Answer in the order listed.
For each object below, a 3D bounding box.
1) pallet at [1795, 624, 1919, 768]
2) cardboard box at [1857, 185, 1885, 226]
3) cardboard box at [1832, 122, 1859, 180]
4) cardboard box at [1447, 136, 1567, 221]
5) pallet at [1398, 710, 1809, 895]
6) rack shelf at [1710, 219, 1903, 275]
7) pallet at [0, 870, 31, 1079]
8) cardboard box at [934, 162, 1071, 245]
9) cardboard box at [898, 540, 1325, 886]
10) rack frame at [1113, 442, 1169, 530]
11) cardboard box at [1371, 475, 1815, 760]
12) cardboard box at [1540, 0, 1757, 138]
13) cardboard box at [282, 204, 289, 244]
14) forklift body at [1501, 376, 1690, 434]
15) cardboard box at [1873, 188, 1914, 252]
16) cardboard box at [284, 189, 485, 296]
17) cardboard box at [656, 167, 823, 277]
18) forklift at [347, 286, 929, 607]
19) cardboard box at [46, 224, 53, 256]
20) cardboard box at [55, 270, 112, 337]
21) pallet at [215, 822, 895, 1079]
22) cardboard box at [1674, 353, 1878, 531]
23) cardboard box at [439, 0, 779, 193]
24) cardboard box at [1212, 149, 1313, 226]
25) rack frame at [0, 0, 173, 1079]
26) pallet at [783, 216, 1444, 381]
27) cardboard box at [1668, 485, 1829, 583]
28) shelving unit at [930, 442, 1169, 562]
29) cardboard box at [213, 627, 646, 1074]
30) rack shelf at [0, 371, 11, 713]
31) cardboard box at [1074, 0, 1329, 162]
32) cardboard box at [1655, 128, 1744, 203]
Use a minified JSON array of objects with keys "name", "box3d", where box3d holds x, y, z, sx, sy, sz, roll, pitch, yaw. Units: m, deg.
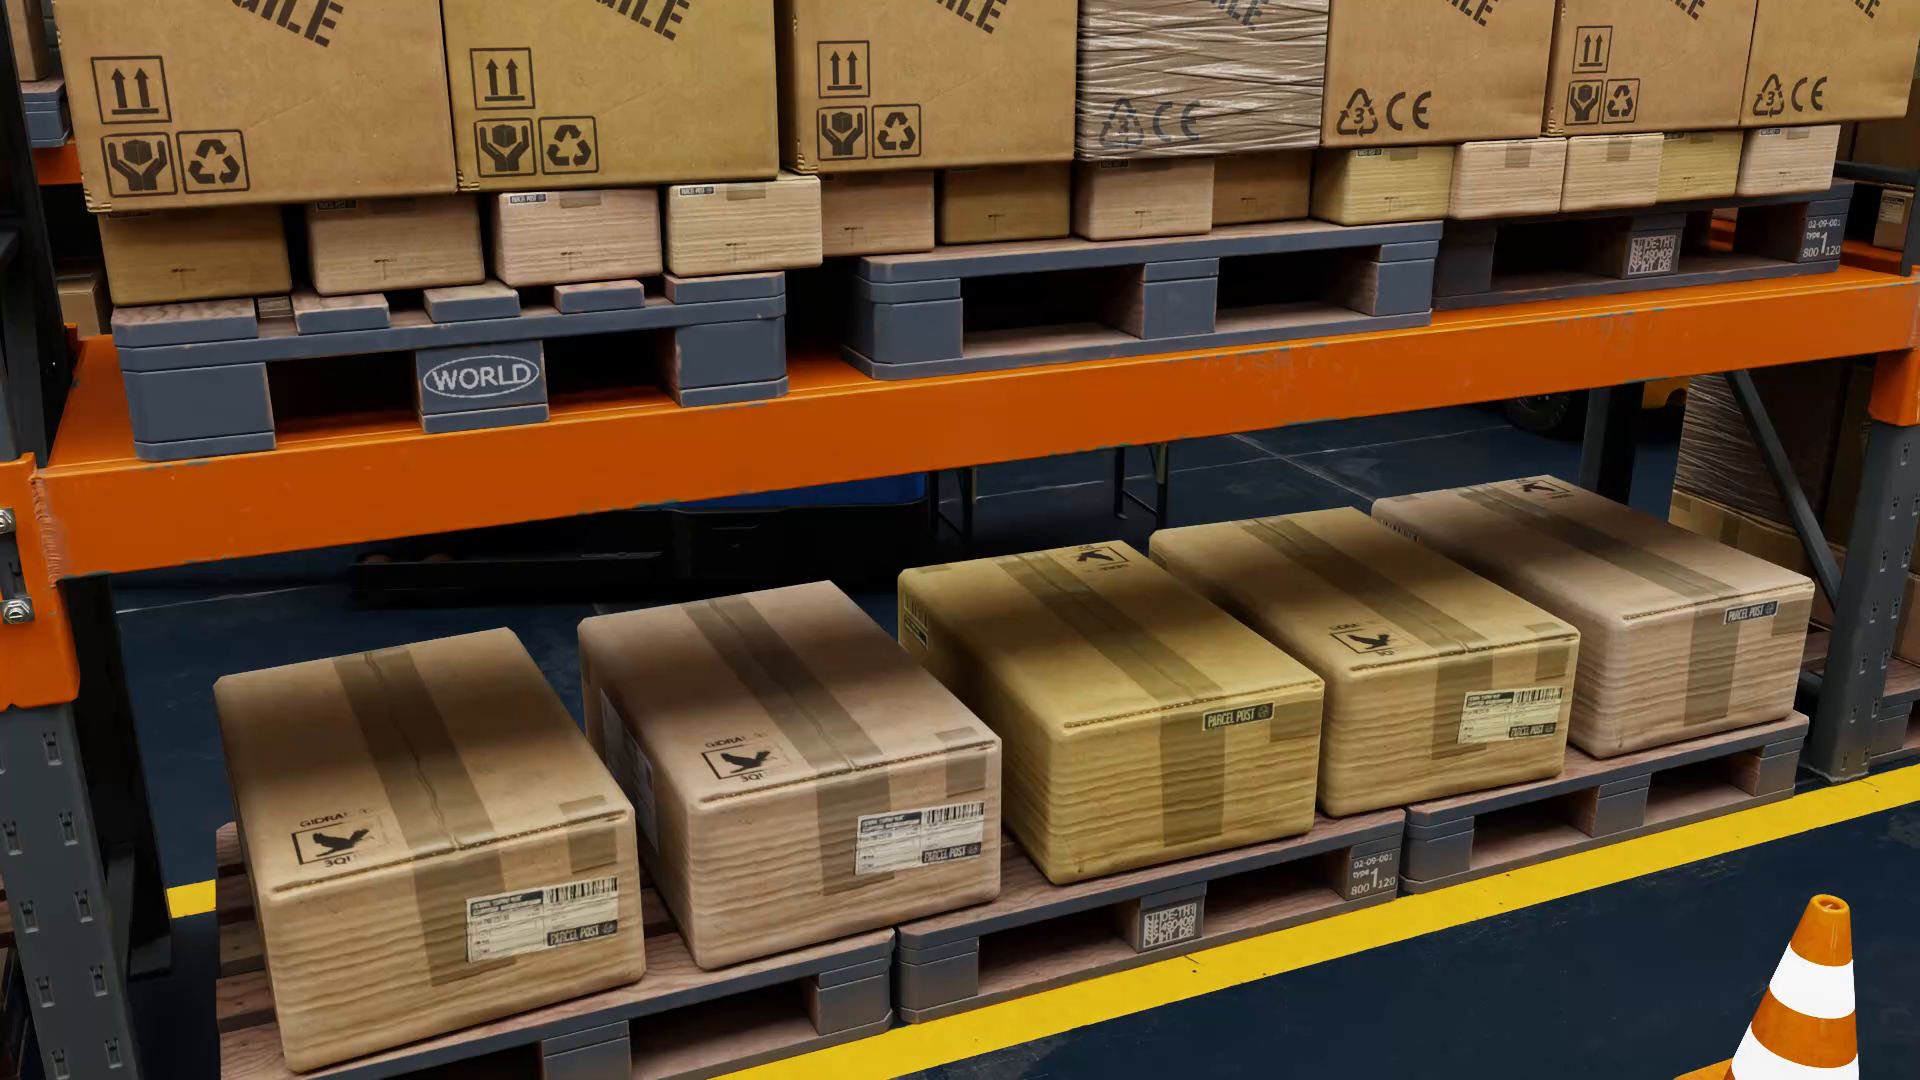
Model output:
[{"name":"pallet","box3d":[2.685,0.270,4.938,1.213,0.211,1.003,-8,21,-22]},{"name":"cardboard box","box3d":[2.483,-0.998,4.719,0.250,0.149,0.380,-8,21,-21]},{"name":"cardboard box","box3d":[2.392,-1.268,4.509,0.500,0.500,0.500,-9,21,-23]},{"name":"cardboard box","box3d":[1.015,-0.765,3.425,0.250,0.149,0.380,-8,21,-21]},{"name":"pallet","box3d":[1.368,0.472,4.365,1.213,0.211,1.003,-8,21,-22]},{"name":"rack shelf","box3d":[3.919,-0.870,5.060,4.000,0.370,1.077,-8,21,-22]},{"name":"pallet","box3d":[-2.344,0.976,2.933,1.213,0.211,1.003,-8,21,-22]},{"name":"cardboard box","box3d":[0.019,-0.669,3.152,0.250,0.149,0.380,-7,21,-20]},{"name":"cardboard box","box3d":[0.305,0.352,3.829,0.625,0.372,0.950,-7,21,-20]},{"name":"rack frame","box3d":[0.658,-0.745,5.881,0.023,1.500,0.400,-7,20,-18]},{"name":"cardboard box","box3d":[1.602,0.165,4.362,0.625,0.372,0.950,-8,21,-21]},{"name":"cardboard box","box3d":[1.294,-1.136,3.500,0.500,0.500,0.500,-8,21,-22]},{"name":"cardboard box","box3d":[-1.165,-0.672,3.160,0.250,0.149,0.380,-8,21,-21]},{"name":"forklift body","box3d":[2.767,-1.780,7.838,1.214,2.155,2.313,-8,21,-22]},{"name":"cardboard box","box3d":[2.499,-0.772,4.075,0.250,0.149,0.380,-8,21,-22]},{"name":"cardboard box","box3d":[-0.945,-0.513,2.708,0.250,0.149,0.380,-10,22,-25]},{"name":"cardboard box","box3d":[-0.415,-0.565,2.855,0.250,0.149,0.380,-8,21,-22]},{"name":"forklift","box3d":[-1.644,-1.347,5.433,3.031,2.935,1.130,-1,19,-4]},{"name":"cardboard box","box3d":[-4.162,-1.285,7.309,0.250,0.149,0.380,-7,21,-19]},{"name":"cardboard box","box3d":[-3.863,-0.831,6.998,0.500,0.500,0.500,-8,21,-20]},{"name":"pallet","box3d":[-0.872,0.793,3.453,1.213,0.211,1.003,-8,21,-22]},{"name":"cardboard box","box3d":[2.519,-0.361,4.909,0.500,0.500,0.500,-8,21,-23]},{"name":"cardboard box","box3d":[-0.610,-0.865,2.732,0.500,0.500,0.500,-7,21,-19]},{"name":"cardboard box","box3d":[0.494,-0.741,3.356,0.250,0.149,0.380,-9,21,-24]},{"name":"rack frame","box3d":[-1.590,-0.420,2.699,0.127,3.000,1.000,-8,21,-22]},{"name":"pallet","box3d":[0.211,-0.603,3.506,1.213,0.211,1.003,-8,21,-22]},{"name":"cardboard box","box3d":[2.519,-0.007,5.034,0.500,0.250,0.500,-7,21,-19]},{"name":"shelving unit","box3d":[0.313,-0.705,5.766,0.755,1.500,0.431,-7,20,-18]},{"name":"cardboard box","box3d":[-1.068,0.550,3.268,0.625,0.372,0.950,-10,22,-26]},{"name":"rack shelf","box3d":[-3.427,0.182,2.071,4.000,0.370,1.077,-8,21,-22]},{"name":"cardboard box","box3d":[0.337,-1.000,3.116,0.500,0.500,0.500,-9,21,-24]},{"name":"cardboard box","box3d":[1.470,-0.845,3.651,0.250,0.149,0.380,-9,21,-24]}]
